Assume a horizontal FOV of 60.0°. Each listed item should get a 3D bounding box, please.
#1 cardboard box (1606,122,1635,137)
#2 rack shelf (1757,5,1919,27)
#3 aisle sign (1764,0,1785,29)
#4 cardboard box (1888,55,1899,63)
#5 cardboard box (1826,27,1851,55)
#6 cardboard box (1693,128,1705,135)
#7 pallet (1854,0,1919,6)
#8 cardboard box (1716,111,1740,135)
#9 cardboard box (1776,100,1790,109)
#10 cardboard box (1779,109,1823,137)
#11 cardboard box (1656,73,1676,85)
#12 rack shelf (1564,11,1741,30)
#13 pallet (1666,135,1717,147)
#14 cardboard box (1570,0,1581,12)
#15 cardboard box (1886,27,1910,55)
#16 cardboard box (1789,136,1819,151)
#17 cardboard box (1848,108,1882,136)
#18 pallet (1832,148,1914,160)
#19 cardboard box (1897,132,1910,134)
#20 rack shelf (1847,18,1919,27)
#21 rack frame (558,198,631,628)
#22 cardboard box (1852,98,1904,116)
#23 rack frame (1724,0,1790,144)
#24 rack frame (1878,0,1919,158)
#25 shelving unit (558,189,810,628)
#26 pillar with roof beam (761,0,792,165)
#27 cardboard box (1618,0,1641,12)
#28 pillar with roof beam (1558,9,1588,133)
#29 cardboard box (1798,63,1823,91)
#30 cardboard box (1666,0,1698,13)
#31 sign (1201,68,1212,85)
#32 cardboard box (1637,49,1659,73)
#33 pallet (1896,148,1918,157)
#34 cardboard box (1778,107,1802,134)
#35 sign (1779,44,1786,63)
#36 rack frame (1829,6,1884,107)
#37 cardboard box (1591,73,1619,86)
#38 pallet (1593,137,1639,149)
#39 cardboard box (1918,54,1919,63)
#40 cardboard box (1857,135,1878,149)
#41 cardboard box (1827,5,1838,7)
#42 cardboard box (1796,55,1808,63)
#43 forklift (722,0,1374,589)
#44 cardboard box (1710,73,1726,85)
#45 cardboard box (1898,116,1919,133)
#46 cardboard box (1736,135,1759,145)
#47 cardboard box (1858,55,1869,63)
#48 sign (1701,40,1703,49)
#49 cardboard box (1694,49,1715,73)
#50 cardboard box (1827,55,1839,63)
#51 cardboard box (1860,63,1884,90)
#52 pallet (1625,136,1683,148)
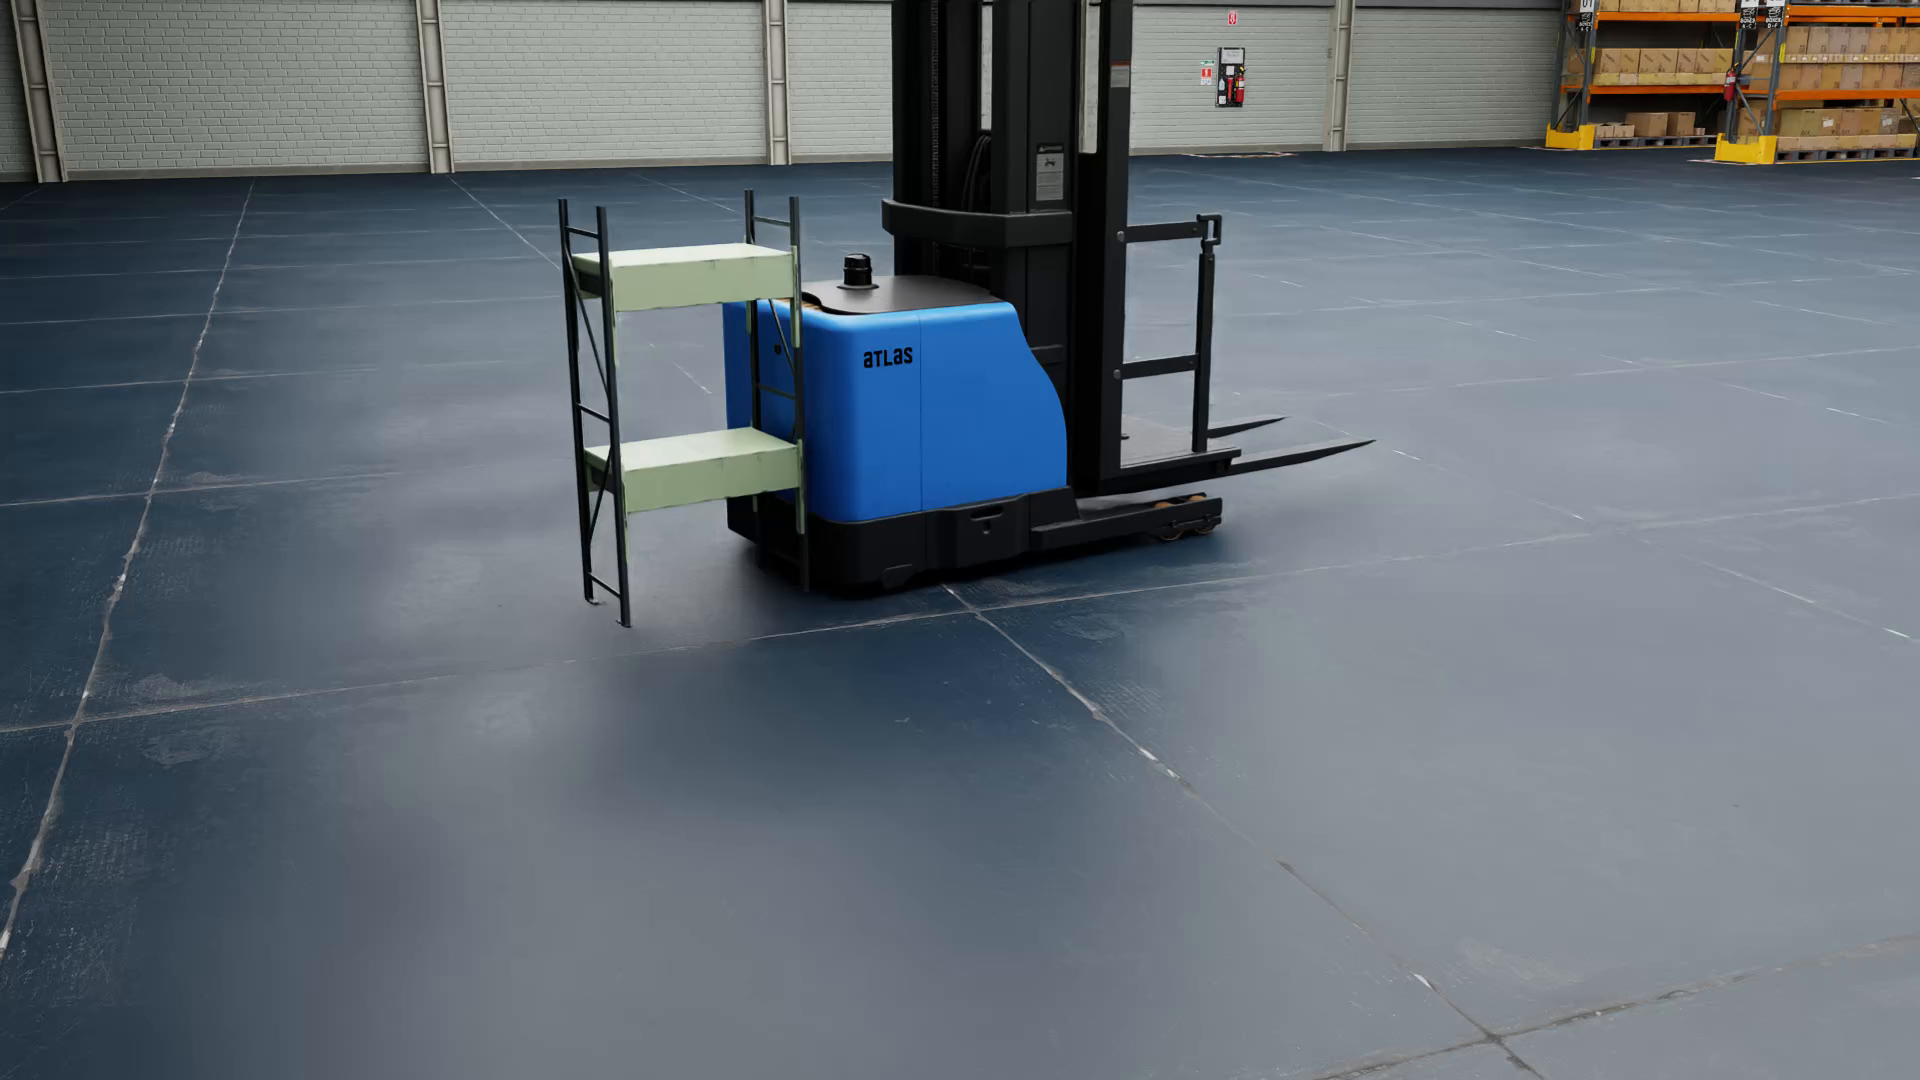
[{"bbox_3d":[14.321,-8.947,36.234,0.500,0.311,0.500,-5,17,-15],"label":"cardboard box"},{"bbox_3d":[16.754,-9.915,31.493,4.000,0.370,1.077,-6,17,-20],"label":"rack shelf"},{"bbox_3d":[14.935,-9.780,30.464,0.004,0.787,0.394,-6,17,-20],"label":"aisle sign"},{"bbox_3d":[17.724,-9.220,31.843,0.250,0.149,0.380,-6,17,-20],"label":"cardboard box"},{"bbox_3d":[16.336,-9.445,31.457,0.500,0.500,0.700,-6,17,-20],"label":"cardboard box"},{"bbox_3d":[16.357,-9.116,37.064,0.250,0.166,0.380,-9,18,-27],"label":"cardboard box"},{"bbox_3d":[17.835,-10.327,31.774,1.213,0.211,1.003,-6,17,-20],"label":"pallet"},{"bbox_3d":[17.527,-9.416,37.495,0.500,0.500,0.700,-6,17,-18],"label":"cardboard box"},{"bbox_3d":[18.422,-9.875,37.726,0.500,0.250,0.500,-7,18,-22],"label":"cardboard box"},{"bbox_3d":[15.933,-7.908,31.508,0.500,0.500,0.500,-6,17,-20],"label":"cardboard box"},{"bbox_3d":[15.110,-9.982,35.998,0.500,0.250,0.500,-6,17,-20],"label":"cardboard box"},{"bbox_3d":[14.978,-11.218,35.930,4.000,0.370,1.077,-6,17,-20],"label":"rack shelf"},{"bbox_3d":[16.231,-8.911,37.068,1.213,0.211,1.003,-6,17,-20],"label":"pallet"},{"bbox_3d":[13.410,-11.528,35.495,0.500,0.500,0.500,-5,17,-16],"label":"cardboard box"},{"bbox_3d":[17.738,-9.596,31.971,0.500,0.500,0.700,-6,17,-20],"label":"cardboard box"},{"bbox_3d":[15.933,-7.549,31.615,0.500,0.250,0.500,-6,17,-20],"label":"cardboard box"},{"bbox_3d":[17.330,-8.062,32.032,0.500,0.500,0.500,-6,17,-20],"label":"cardboard box"},{"bbox_3d":[17.864,-7.616,32.658,1.213,0.211,1.003,-6,17,-20],"label":"pallet"},{"bbox_3d":[18.905,-8.023,33.231,0.500,0.250,0.500,-6,18,-21],"label":"cardboard box"},{"bbox_3d":[22.448,-12.025,38.676,4.000,0.370,1.077,-6,17,-20],"label":"rack shelf"},{"bbox_3d":[-1.310,-0.449,5.965,0.023,1.500,0.400,-10,19,-32],"label":"rack frame"},{"bbox_3d":[21.315,-9.939,38.690,0.750,0.750,0.750,-6,18,-21],"label":"cardboard box"},{"bbox_3d":[14.887,-8.620,31.127,0.127,3.000,1.000,-6,17,-20],"label":"rack frame"},{"bbox_3d":[18.622,-9.023,32.501,0.127,3.000,1.000,-6,17,-20],"label":"rack frame"},{"bbox_3d":[-1.004,-0.505,6.157,0.755,1.500,0.431,-10,19,-32],"label":"shelving unit"},{"bbox_3d":[-1.813,-10.152,25.697,0.400,9.000,9.100,-6,17,-20],"label":"pillar with roof beam"},{"bbox_3d":[14.027,-11.432,35.168,0.500,0.500,0.500,-5,17,-16],"label":"cardboard box"},{"bbox_3d":[14.995,-11.967,31.877,0.400,9.000,9.100,-6,17,-20],"label":"pillar with roof beam"},{"bbox_3d":[15.816,-8.766,31.447,0.500,0.500,0.700,-6,17,-19],"label":"cardboard box"},{"bbox_3d":[15.482,-11.593,35.717,0.500,0.500,0.500,-7,18,-22],"label":"cardboard box"},{"bbox_3d":[4.978,-9.365,33.603,0.234,0.329,0.001,-6,17,-20],"label":"sign"},{"bbox_3d":[14.614,-10.287,35.704,0.500,0.500,0.500,-7,18,-22],"label":"cardboard box"},{"bbox_3d":[19.296,-7.770,33.181,1.213,0.211,1.003,-6,17,-20],"label":"pallet"},{"bbox_3d":[16.209,-8.099,32.157,0.500,0.500,0.500,-6,17,-20],"label":"cardboard box"},{"bbox_3d":[15.080,-8.926,30.495,0.005,0.325,0.100,-6,17,-20],"label":"sign"},{"bbox_3d":[20.581,-10.729,38.311,0.127,3.000,1.000,-6,17,-20],"label":"rack frame"},{"bbox_3d":[13.680,-9.826,35.466,0.500,0.250,0.500,-7,18,-22],"label":"cardboard box"},{"bbox_3d":[13.953,-8.665,36.230,1.213,0.211,1.003,-6,17,-20],"label":"pallet"},{"bbox_3d":[18.445,-9.298,32.110,0.250,0.149,0.380,-6,17,-20],"label":"cardboard box"},{"bbox_3d":[17.335,-7.699,32.126,0.500,0.250,0.500,-6,17,-20],"label":"cardboard box"},{"bbox_3d":[19.337,-12.121,37.509,0.637,0.503,0.797,-4,17,-12],"label":"cardboard box"},{"bbox_3d":[15.576,-8.989,31.057,0.250,0.149,0.380,-7,18,-22],"label":"cardboard box"},{"bbox_3d":[0.531,-1.515,7.055,3.031,2.935,1.130,-10,19,-32],"label":"forklift"},{"bbox_3d":[16.512,-10.136,36.522,0.500,0.250,0.500,-6,17,-20],"label":"cardboard box"},{"bbox_3d":[18.897,-8.290,33.146,0.500,0.311,0.500,-6,17,-20],"label":"cardboard box"},{"bbox_3d":[15.282,-7.634,31.904,0.500,0.250,0.500,-6,17,-20],"label":"cardboard box"},{"bbox_3d":[17.011,-9.143,31.581,0.250,0.149,0.380,-6,17,-18],"label":"cardboard box"},{"bbox_3d":[16.644,-11.027,37.270,0.005,0.325,0.100,-6,17,-20],"label":"sign"},{"bbox_3d":[16.051,-10.442,36.234,0.500,0.500,0.500,-6,17,-20],"label":"cardboard box"},{"bbox_3d":[16.294,-9.066,31.319,0.250,0.149,0.380,-7,18,-22],"label":"cardboard box"},{"bbox_3d":[17.250,-8.920,31.973,0.500,0.500,0.700,-6,17,-19],"label":"cardboard box"},{"bbox_3d":[15.090,-8.787,36.646,1.213,0.211,1.003,-6,17,-20],"label":"pallet"}]
